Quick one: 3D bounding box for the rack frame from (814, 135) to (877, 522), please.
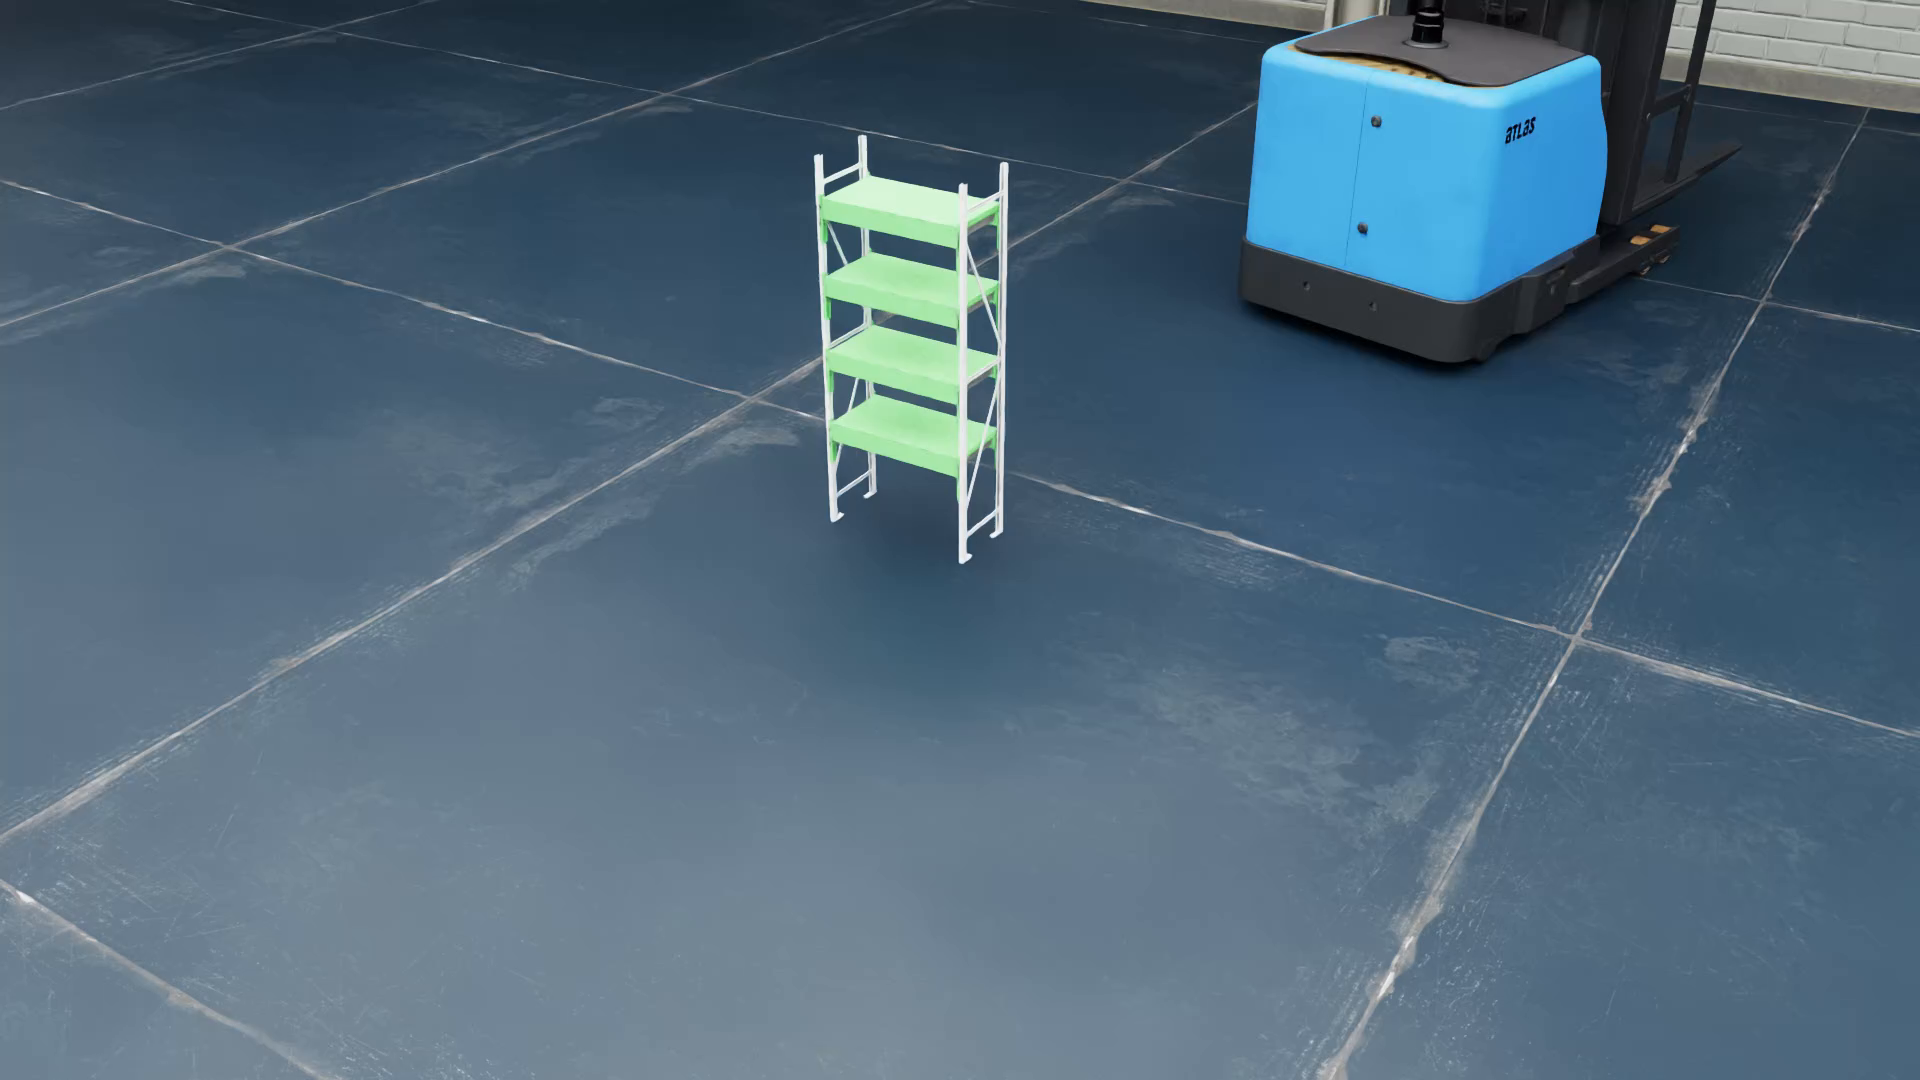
[{"bbox_3d":[-0.347,-0.628,5.136,0.015,1.200,0.240,18,35,27],"label":"rack frame"}]

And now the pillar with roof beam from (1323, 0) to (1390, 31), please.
[{"bbox_3d":[0.294,-5.267,5.348,0.400,9.000,9.100,18,35,27],"label":"pillar with roof beam"}]

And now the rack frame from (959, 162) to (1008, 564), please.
[{"bbox_3d":[0.066,-0.497,4.912,0.015,1.200,0.240,18,35,27],"label":"rack frame"}]

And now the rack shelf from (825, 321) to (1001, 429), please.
[{"bbox_3d":[-0.140,-0.507,5.056,0.480,0.148,0.258,18,35,27],"label":"rack shelf"}]

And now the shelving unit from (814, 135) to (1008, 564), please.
[{"bbox_3d":[-0.140,-0.563,5.024,0.503,1.200,0.258,18,35,27],"label":"shelving unit"}]

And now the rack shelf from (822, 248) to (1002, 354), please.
[{"bbox_3d":[-0.140,-0.715,4.935,0.480,0.148,0.258,18,35,27],"label":"rack shelf"}]

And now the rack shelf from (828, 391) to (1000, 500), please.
[{"bbox_3d":[-0.140,-0.300,5.177,0.480,0.148,0.258,18,35,27],"label":"rack shelf"}]

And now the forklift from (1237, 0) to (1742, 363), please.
[{"bbox_3d":[2.529,-2.579,6.761,1.130,2.935,3.031,26,39,37],"label":"forklift"}]

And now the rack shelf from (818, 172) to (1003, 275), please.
[{"bbox_3d":[-0.140,-0.922,4.814,0.480,0.148,0.258,18,35,27],"label":"rack shelf"}]
